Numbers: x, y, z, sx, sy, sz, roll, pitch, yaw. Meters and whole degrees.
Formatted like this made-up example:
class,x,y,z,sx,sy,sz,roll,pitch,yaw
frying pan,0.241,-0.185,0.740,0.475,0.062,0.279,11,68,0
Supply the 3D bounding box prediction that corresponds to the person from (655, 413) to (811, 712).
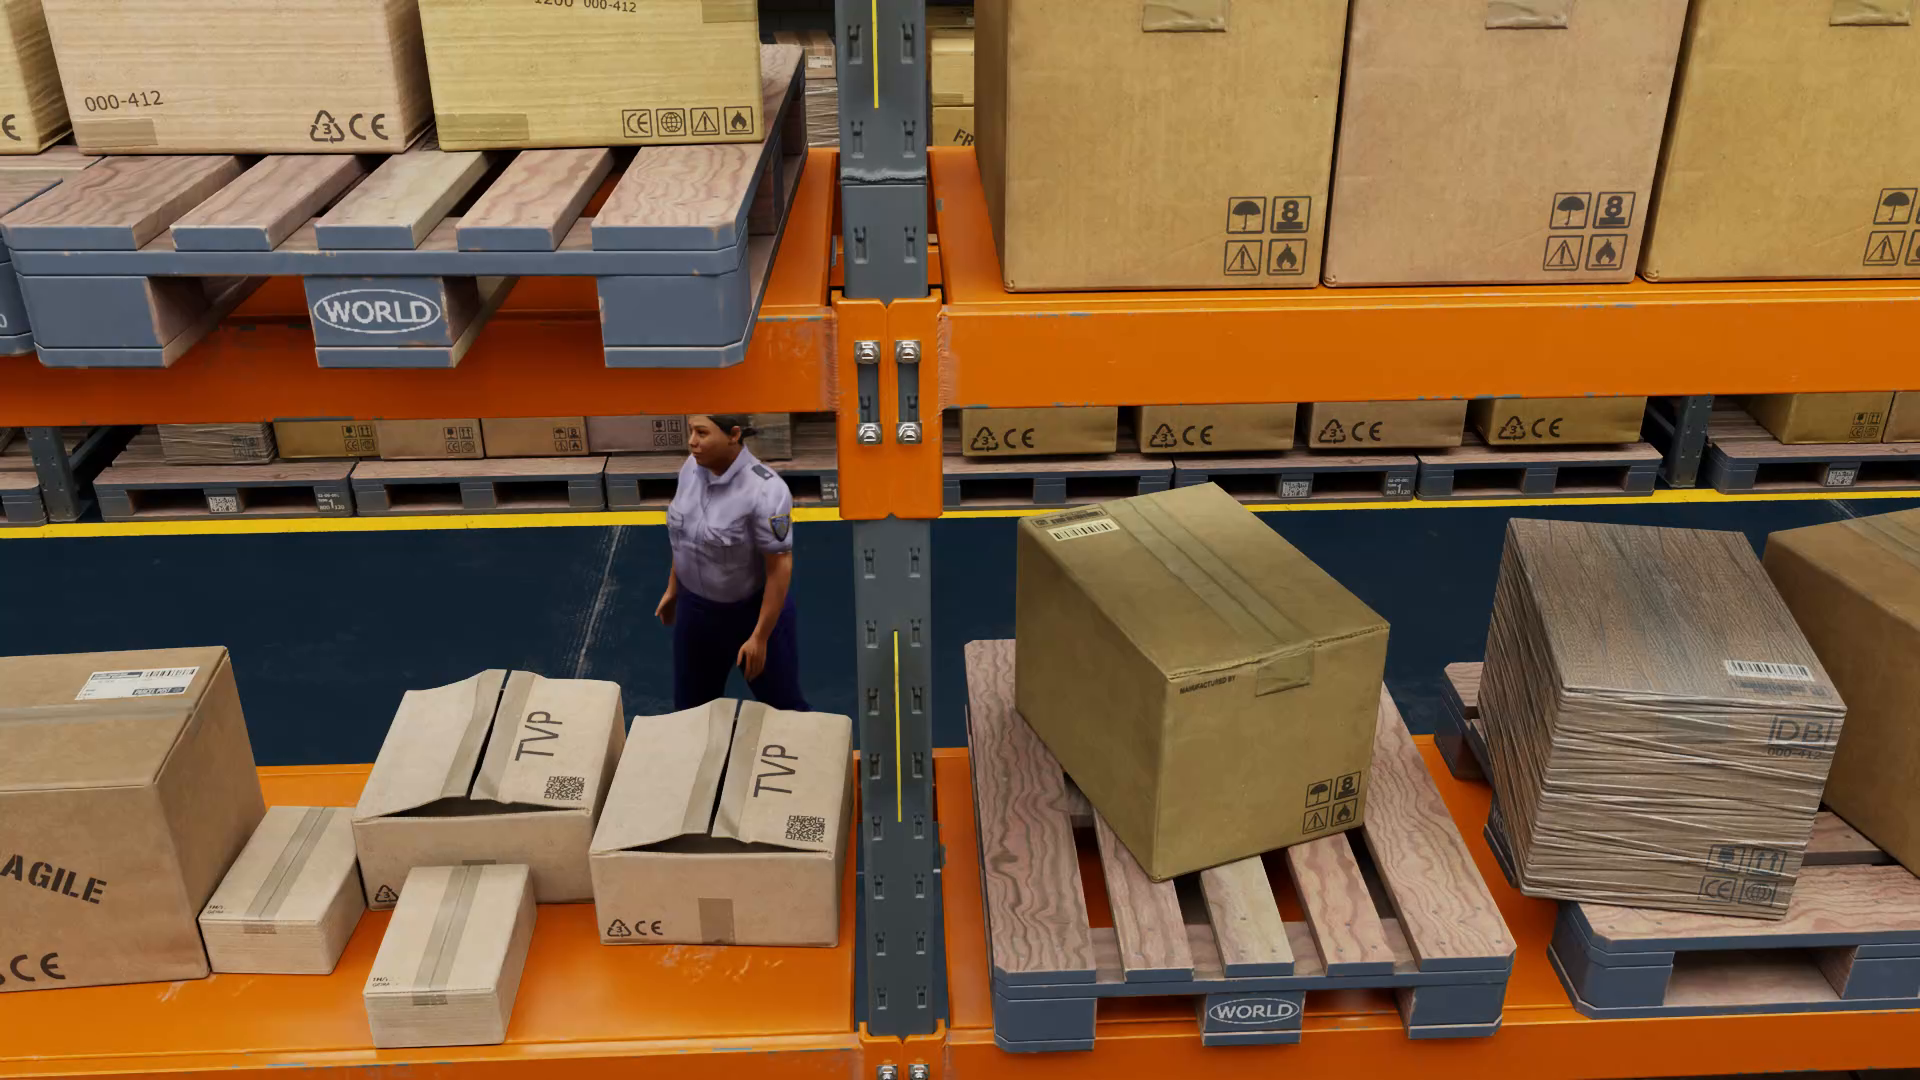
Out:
class,x,y,z,sx,sy,sz,roll,pitch,yaw
person,-0.790,0.262,5.647,0.584,1.630,0.618,19,33,31
